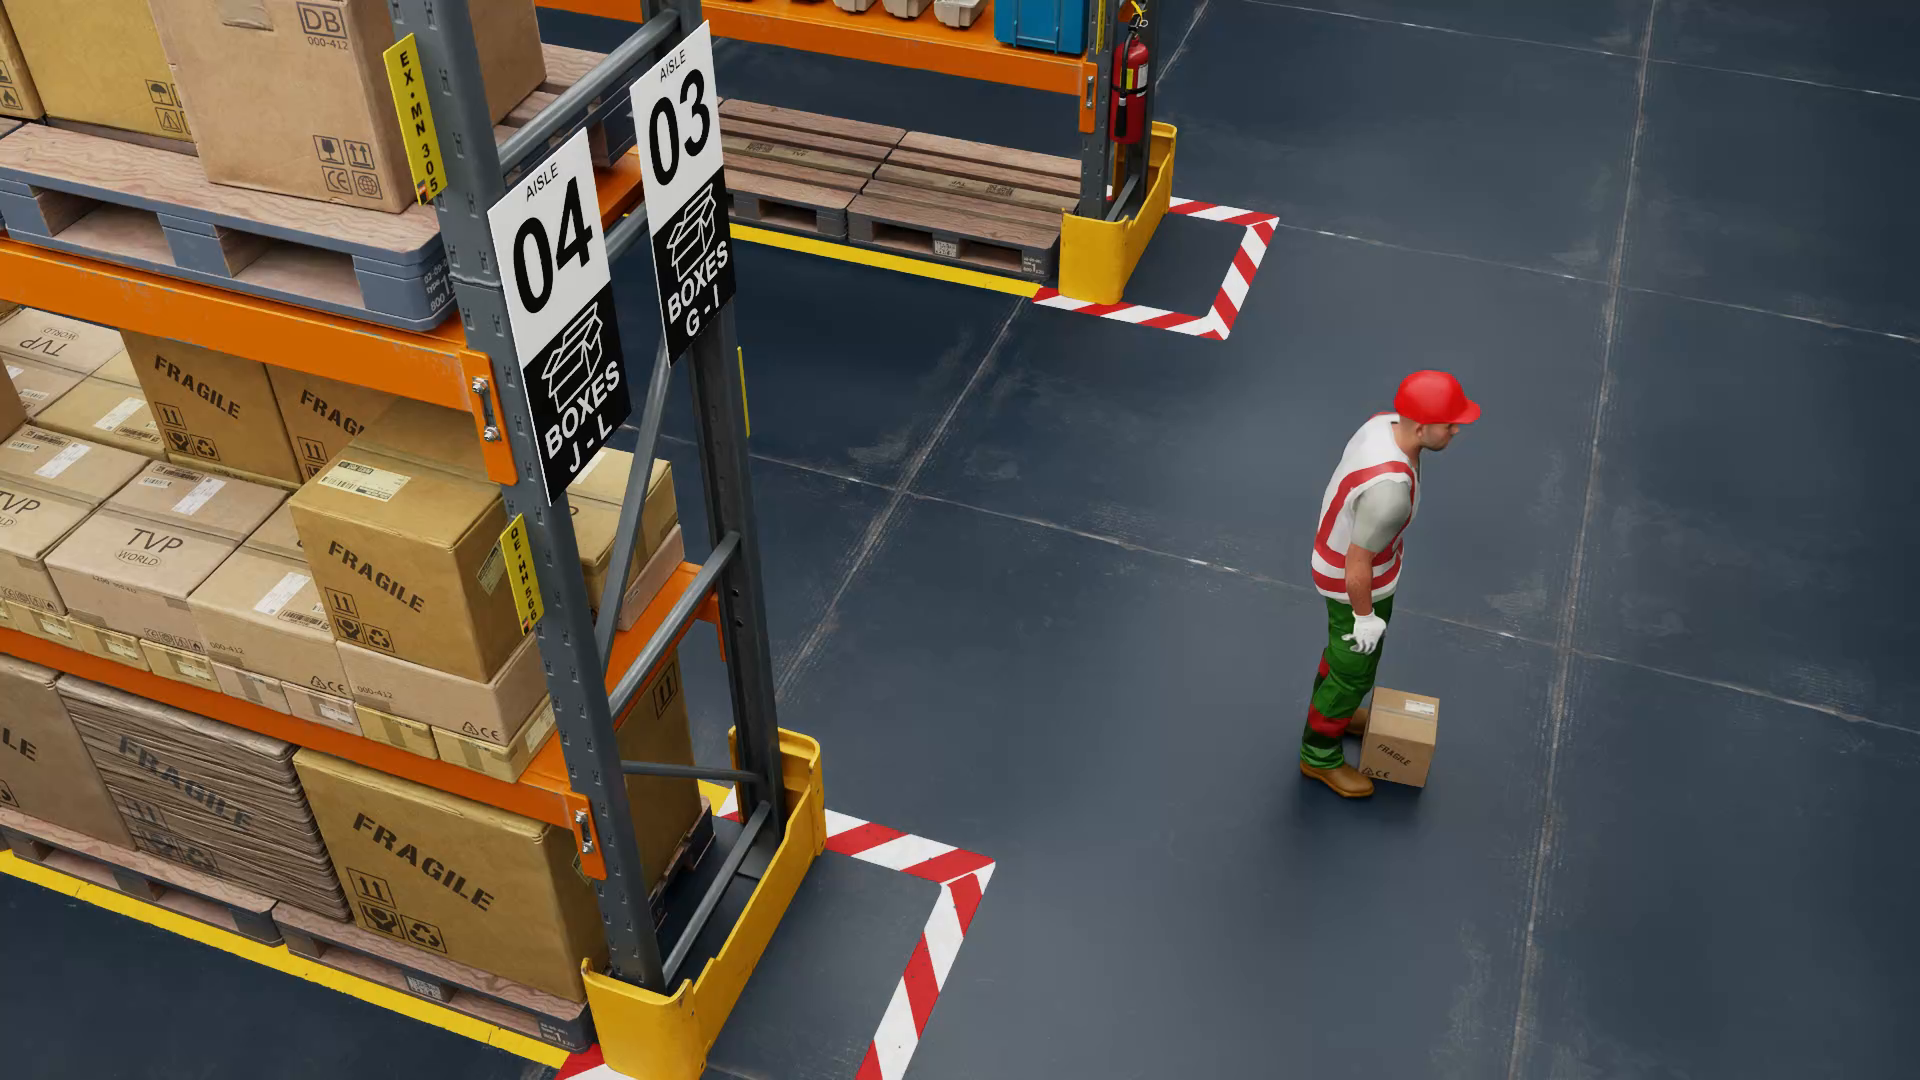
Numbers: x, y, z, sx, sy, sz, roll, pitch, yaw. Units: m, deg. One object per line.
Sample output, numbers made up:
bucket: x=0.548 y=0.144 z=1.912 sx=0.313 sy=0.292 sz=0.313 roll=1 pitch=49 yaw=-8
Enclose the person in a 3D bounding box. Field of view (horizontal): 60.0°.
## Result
person: x=1.487 y=0.134 z=5.995 sx=0.453 sy=1.777 sz=0.604 roll=12 pitch=42 yaw=13
